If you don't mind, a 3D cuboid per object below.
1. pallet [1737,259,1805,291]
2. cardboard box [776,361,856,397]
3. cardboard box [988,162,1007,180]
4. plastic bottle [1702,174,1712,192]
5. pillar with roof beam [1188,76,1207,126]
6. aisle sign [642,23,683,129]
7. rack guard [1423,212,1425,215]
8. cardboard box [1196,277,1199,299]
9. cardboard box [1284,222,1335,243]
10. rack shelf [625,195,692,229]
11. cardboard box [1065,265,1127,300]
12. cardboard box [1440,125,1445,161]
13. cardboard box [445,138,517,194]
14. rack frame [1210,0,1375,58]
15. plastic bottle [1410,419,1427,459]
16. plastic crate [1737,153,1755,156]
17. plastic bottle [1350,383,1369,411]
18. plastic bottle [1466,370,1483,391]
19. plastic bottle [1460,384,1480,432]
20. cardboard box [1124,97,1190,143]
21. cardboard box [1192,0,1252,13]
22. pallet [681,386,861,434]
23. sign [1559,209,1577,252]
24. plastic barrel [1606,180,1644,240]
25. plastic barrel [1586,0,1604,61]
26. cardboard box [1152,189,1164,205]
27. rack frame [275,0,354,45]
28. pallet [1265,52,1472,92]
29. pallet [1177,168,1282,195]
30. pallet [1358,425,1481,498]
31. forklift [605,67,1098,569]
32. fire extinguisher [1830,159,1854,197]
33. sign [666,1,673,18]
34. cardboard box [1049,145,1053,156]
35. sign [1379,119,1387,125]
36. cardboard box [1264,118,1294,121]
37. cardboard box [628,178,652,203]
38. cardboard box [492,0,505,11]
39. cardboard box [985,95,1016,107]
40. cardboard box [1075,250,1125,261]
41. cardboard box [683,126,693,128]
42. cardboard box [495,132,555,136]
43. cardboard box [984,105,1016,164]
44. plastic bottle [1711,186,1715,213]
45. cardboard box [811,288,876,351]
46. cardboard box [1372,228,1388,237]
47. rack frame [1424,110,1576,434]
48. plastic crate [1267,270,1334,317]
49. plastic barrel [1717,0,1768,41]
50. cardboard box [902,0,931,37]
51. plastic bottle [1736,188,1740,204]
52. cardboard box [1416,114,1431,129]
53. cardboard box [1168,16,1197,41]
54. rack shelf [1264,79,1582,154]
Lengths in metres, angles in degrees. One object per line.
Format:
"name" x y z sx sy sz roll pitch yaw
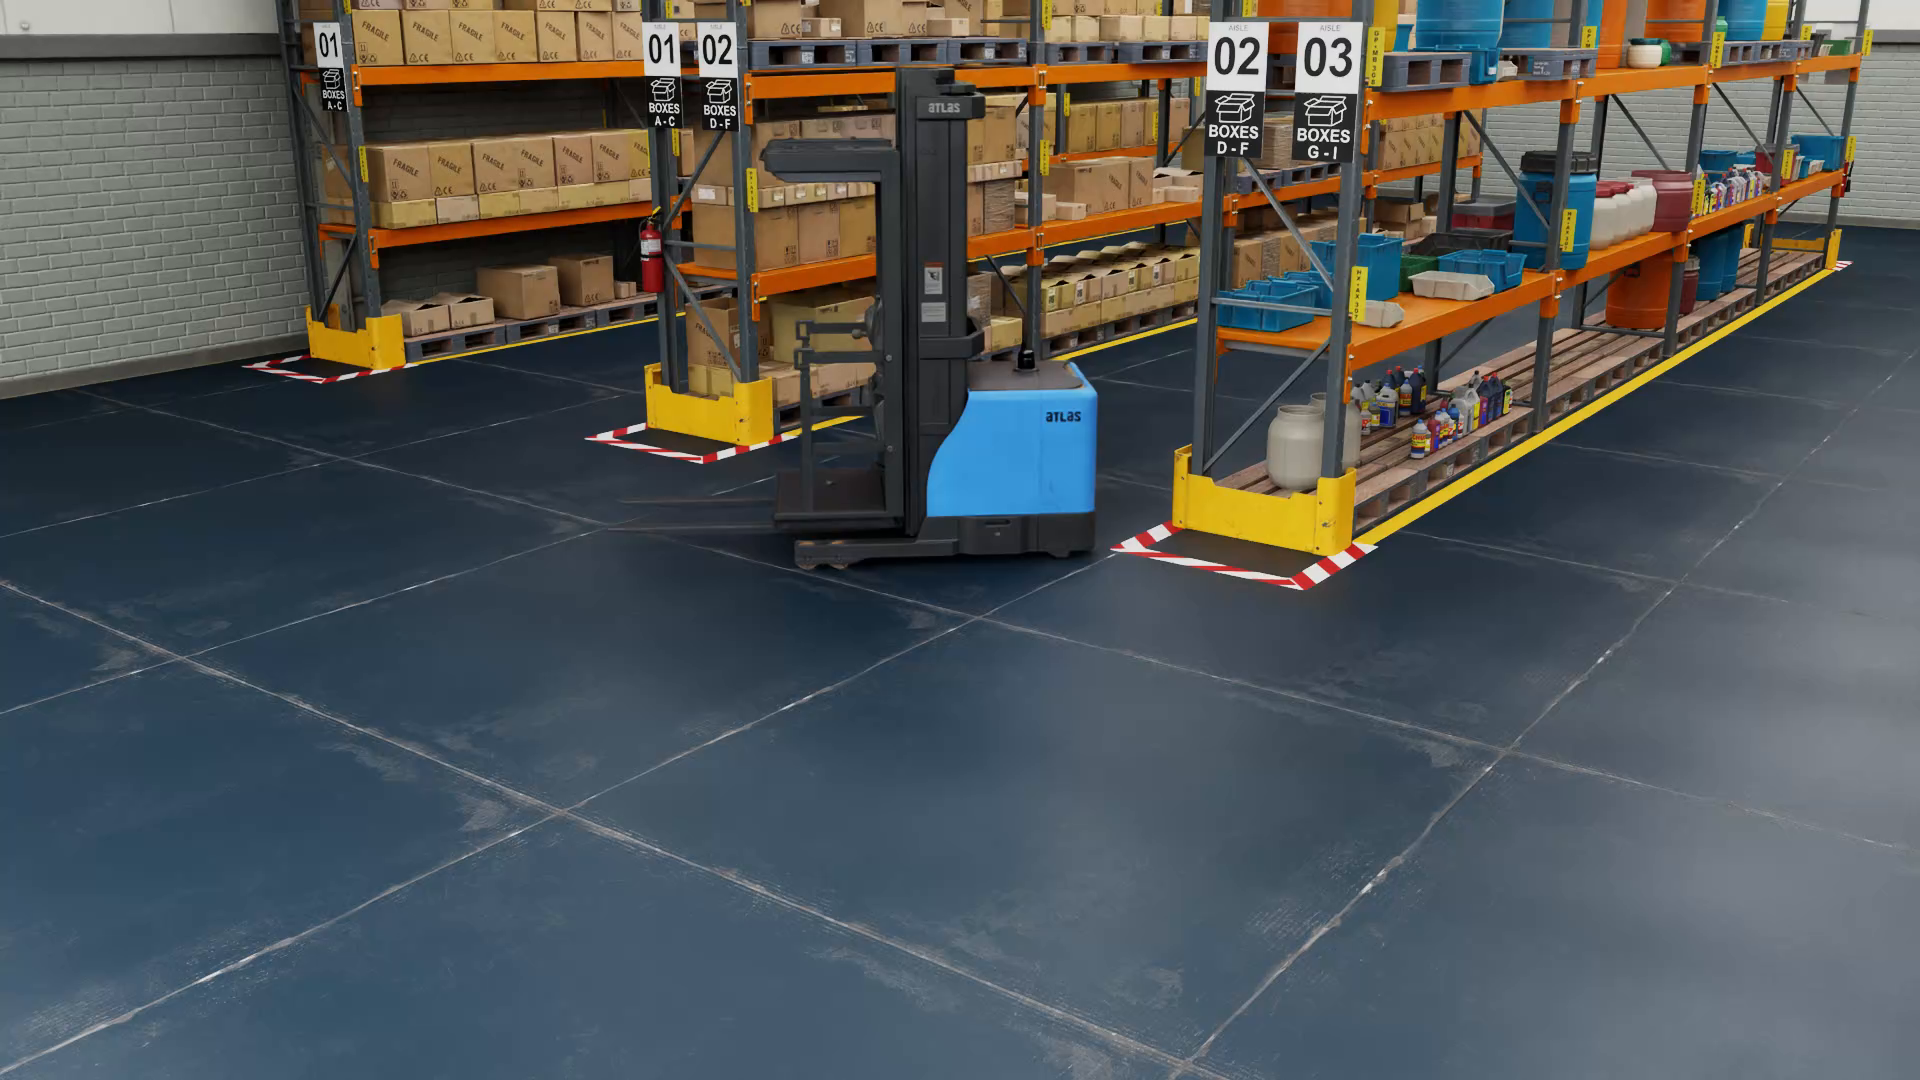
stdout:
"pallet" 10.231 -3.442 21.471 1.003 0.211 1.213 12 21 35
"cardboard box" -1.235 -1.413 14.166 0.500 0.250 0.500 12 21 35
"cardboard box" 0.217 -3.467 15.588 0.380 0.149 0.250 12 21 34
"plastic bottle" 7.954 -3.732 17.787 0.144 0.351 0.185 12 21 35
"pillar with roof beam" 7.896 -9.903 27.461 9.100 9.000 0.400 12 21 35
"aisle sign" -2.303 -3.596 12.881 0.394 0.787 0.004 12 21 35
"rack guard" 7.460 -4.917 25.734 1.175 0.500 0.348 12 21 35
"cardboard box" 2.621 -2.942 19.089 0.500 0.250 0.500 13 21 36
"cardboard box" 4.458 -3.789 21.359 0.500 0.500 0.500 13 21 35
"rack shelf" -2.433 -4.278 20.674 1.077 0.370 4.000 12 21 35
"cardboard box" 1.412 -2.722 17.434 0.500 0.311 0.500 12 21 33
"cardboard box" 6.849 -5.780 24.129 0.500 0.500 0.500 13 21 35
"cardboard box" -4.867 -3.787 16.835 0.500 0.500 0.500 12 21 33
"rack frame" 1.948 -4.307 9.439 1.000 3.000 0.127 12 21 35
"plastic bottle" 3.278 -0.726 11.881 0.097 0.271 0.097 0 17 0
"plastic crate" 10.285 -4.887 21.604 0.416 0.233 0.300 12 21 35
"plastic bottle" 3.040 -1.030 12.728 0.144 0.351 0.185 13 22 37
"plastic bottle" 4.063 -1.161 13.148 0.144 0.351 0.185 12 21 35
"plastic bottle" 3.872 -1.012 12.671 0.144 0.351 0.185 12 21 34
"cardboard box" 3.229 -7.023 27.796 0.980 0.700 0.700 14 22 37
"cardboard box" 3.004 -6.284 19.009 0.500 0.500 0.500 12 21 35
"pallet" -1.606 -1.176 14.174 1.003 0.211 1.213 12 21 35
"sign" 4.766 -2.427 13.034 0.100 0.325 0.005 12 21 35
"plastic barrel" 6.022 -3.017 15.214 0.421 0.512 0.421 0 17 0
"plastic barrel" 5.239 -4.537 14.394 0.600 0.901 0.708 12 21 35
"cardboard box" 2.024 -3.790 18.313 0.380 0.149 0.250 14 22 39
"rack frame" -6.008 -6.057 15.076 1.000 3.000 0.127 12 21 35
"pallet" 2.519 -2.964 10.490 1.003 0.211 1.213 12 21 35
"pallet" 3.086 -4.306 19.874 1.213 0.211 1.003 12 21 35
"pallet" 3.171 -0.618 12.379 1.003 0.211 1.213 12 21 35
"forklift" -0.695 -1.385 10.261 3.031 2.935 1.130 -1 17 -5
"fire extinguisher" 11.936 -4.993 22.524 0.296 0.674 0.183 12 21 35
"sign" -3.185 -5.730 18.209 0.100 0.325 0.005 12 21 35
"cardboard box" 1.167 -5.809 24.783 0.380 0.149 0.250 13 21 35
"sign" 5.570 -5.632 21.869 0.100 0.325 0.005 12 21 35
"cardboard box" 4.301 -5.176 21.477 0.500 0.500 0.700 -16 23 -42
"cardboard box" -3.664 -3.917 18.517 0.500 0.250 0.500 12 21 35
"cardboard box" -5.028 -5.672 17.006 0.500 0.500 0.500 12 21 35
"cardboard box" 0.452 -6.210 23.715 0.500 0.250 0.500 13 21 36
"cardboard box" 1.579 -3.058 18.516 0.500 0.311 0.500 12 21 33
"cardboard box" -2.956 -4.650 19.749 0.700 0.500 0.500 15 23 40
"cardboard box" -4.686 -4.126 17.926 0.500 0.500 0.500 13 22 36
"cardboard box" 0.096 -3.831 15.667 0.700 0.500 0.500 13 21 35
"plastic bottle" 7.816 -3.551 17.339 0.097 0.271 0.097 0 17 0
"cardboard box" -0.946 -1.893 14.444 0.500 0.500 0.500 12 21 35
"cardboard box" 5.546 -4.164 22.886 0.500 0.311 0.500 12 21 35
"rack frame" 4.331 -2.394 13.396 1.000 3.000 0.127 12 21 35
"plastic crate" 2.397 -1.696 11.399 0.499 0.251 0.408 12 21 35
"plastic barrel" 8.204 -5.739 17.555 0.600 0.901 0.708 12 21 35
"cardboard box" -0.727 -4.650 14.483 0.797 0.503 0.637 15 23 41
"plastic bottle" 8.477 -3.782 18.201 0.097 0.201 0.097 0 17 0
"cardboard box" 6.243 -6.009 23.182 0.500 0.500 0.500 12 21 33
"cardboard box" 2.216 -5.539 18.008 0.500 0.250 0.500 13 22 36
"rack shelf" 3.140 -3.007 11.524 1.077 0.370 4.000 12 21 35
